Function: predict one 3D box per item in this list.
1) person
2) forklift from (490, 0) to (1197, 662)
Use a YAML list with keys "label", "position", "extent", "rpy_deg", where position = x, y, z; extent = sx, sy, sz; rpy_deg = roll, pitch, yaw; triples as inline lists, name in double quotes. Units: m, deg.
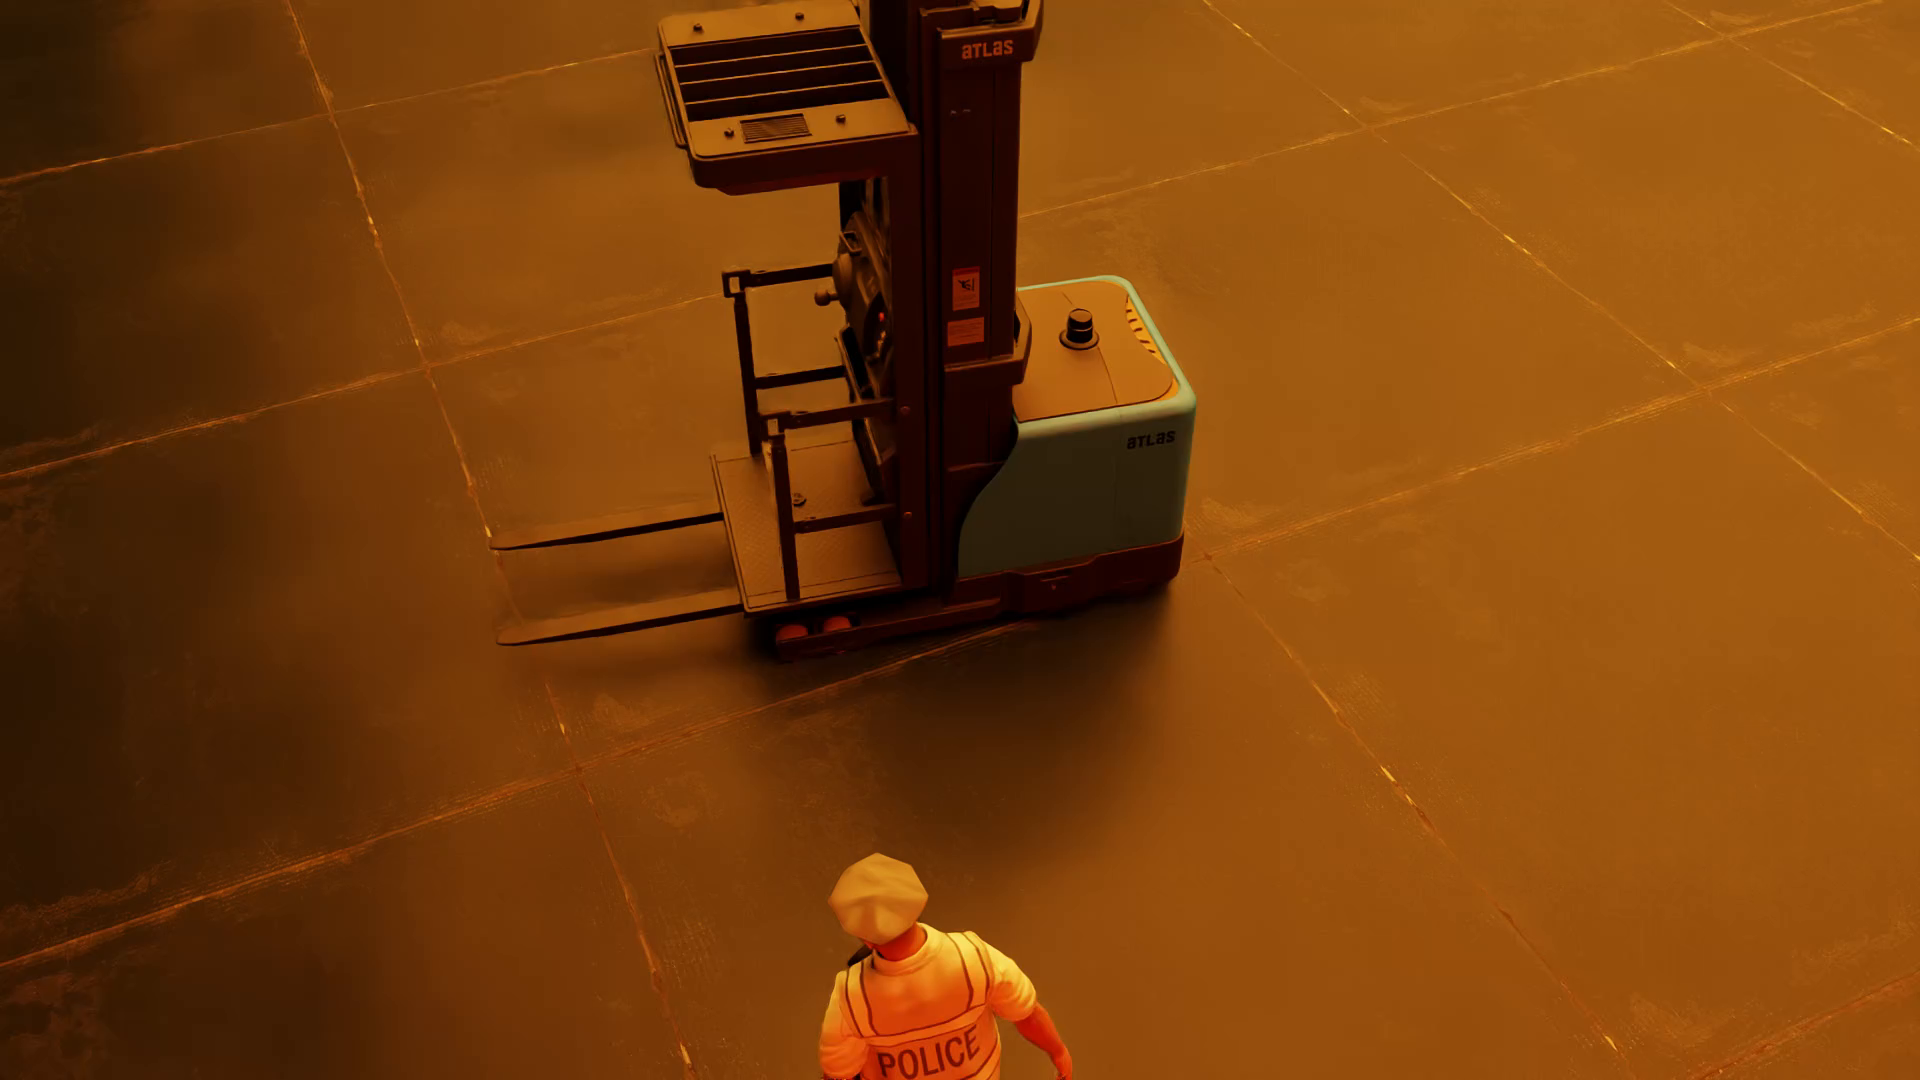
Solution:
- label: "person"
  position: [-0.111, 1.592, 4.899]
  extent: [0.891, 1.724, 0.440]
  rpy_deg: [-11, 44, -11]
- label: "forklift"
  position: [-0.573, -0.942, 6.689]
  extent: [3.031, 2.935, 1.130]
  rpy_deg: [-10, 44, -10]
